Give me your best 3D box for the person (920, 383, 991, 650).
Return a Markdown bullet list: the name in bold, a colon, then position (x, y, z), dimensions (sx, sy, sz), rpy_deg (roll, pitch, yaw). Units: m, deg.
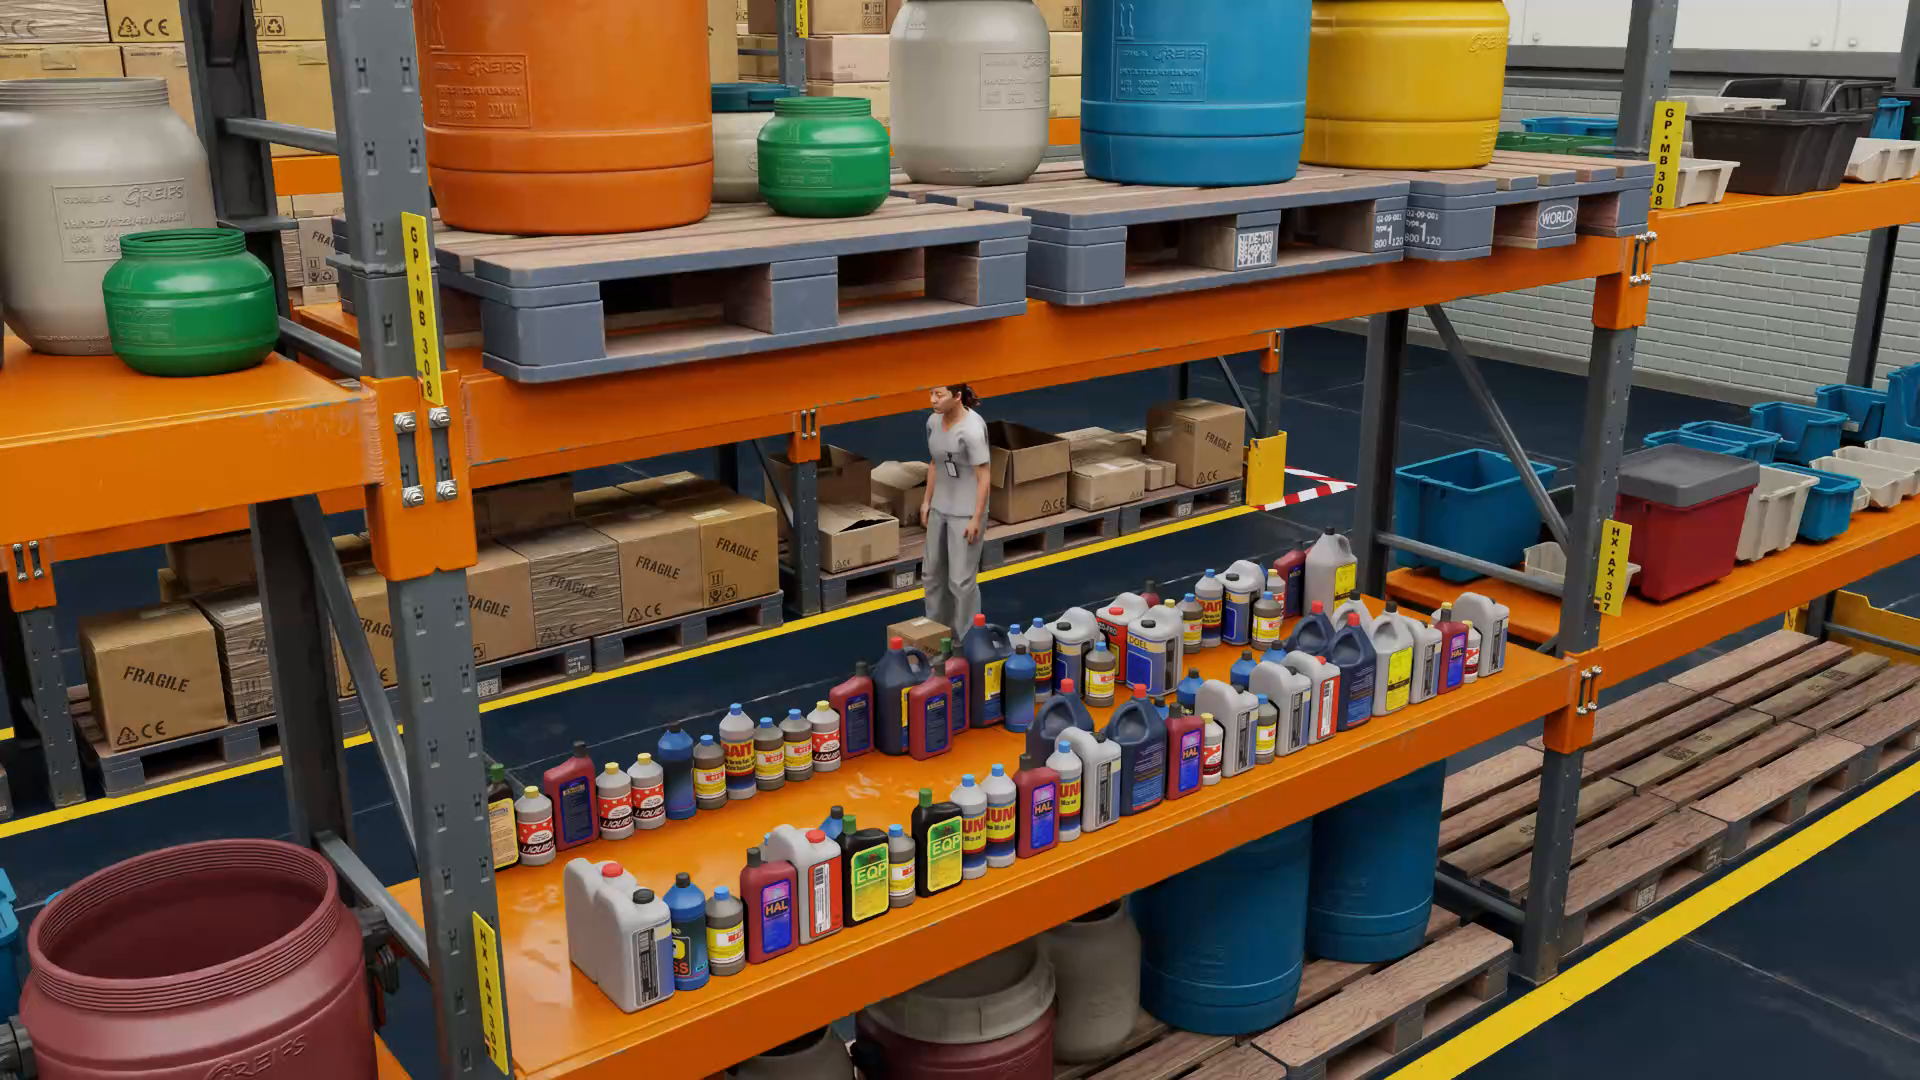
- **person**: position (-0.035, -0.137, 8.982), dimensions (0.361, 1.672, 0.485), rpy_deg (-14, 22, -37)
